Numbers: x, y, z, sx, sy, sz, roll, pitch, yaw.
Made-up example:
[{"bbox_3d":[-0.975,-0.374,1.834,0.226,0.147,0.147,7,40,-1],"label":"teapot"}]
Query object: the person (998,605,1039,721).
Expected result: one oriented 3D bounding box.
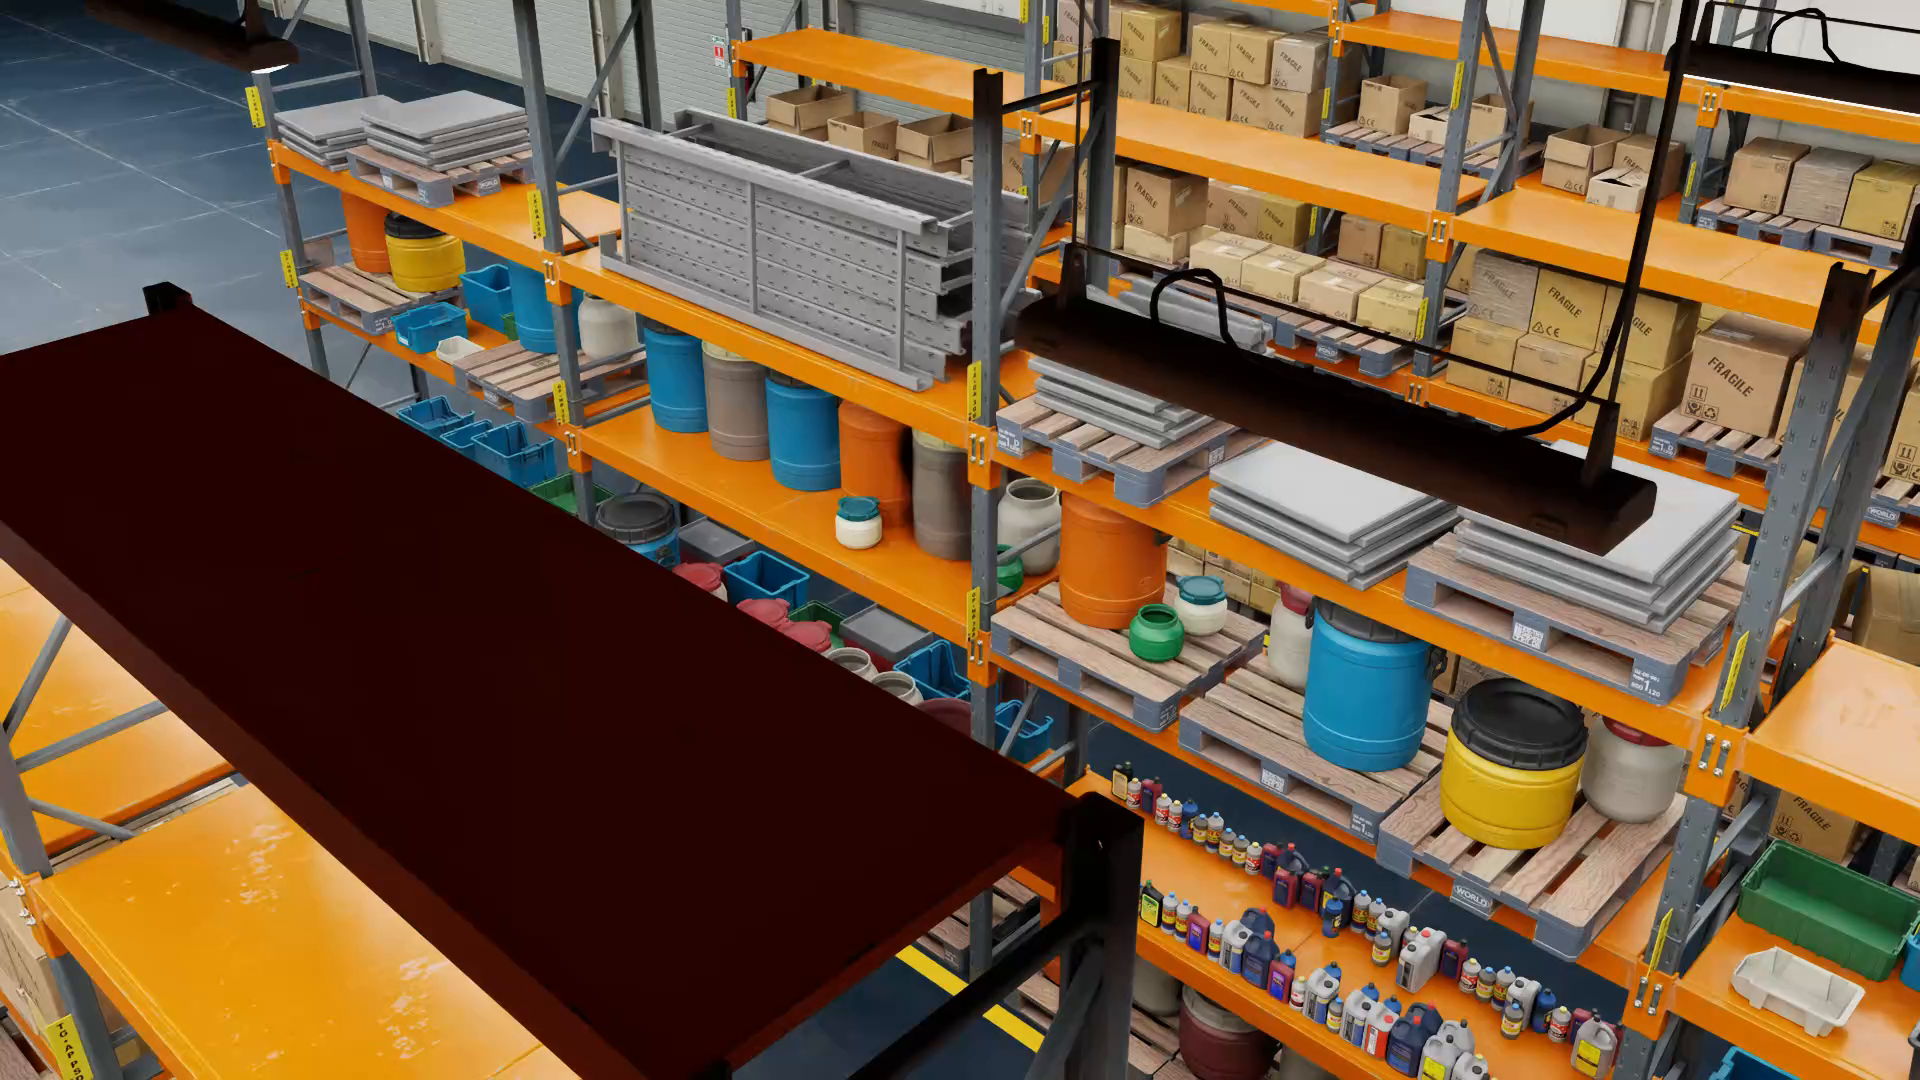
[{"bbox_3d":[0.400,1.203,12.257,0.707,1.770,0.683,4,30,8],"label":"person"}]
